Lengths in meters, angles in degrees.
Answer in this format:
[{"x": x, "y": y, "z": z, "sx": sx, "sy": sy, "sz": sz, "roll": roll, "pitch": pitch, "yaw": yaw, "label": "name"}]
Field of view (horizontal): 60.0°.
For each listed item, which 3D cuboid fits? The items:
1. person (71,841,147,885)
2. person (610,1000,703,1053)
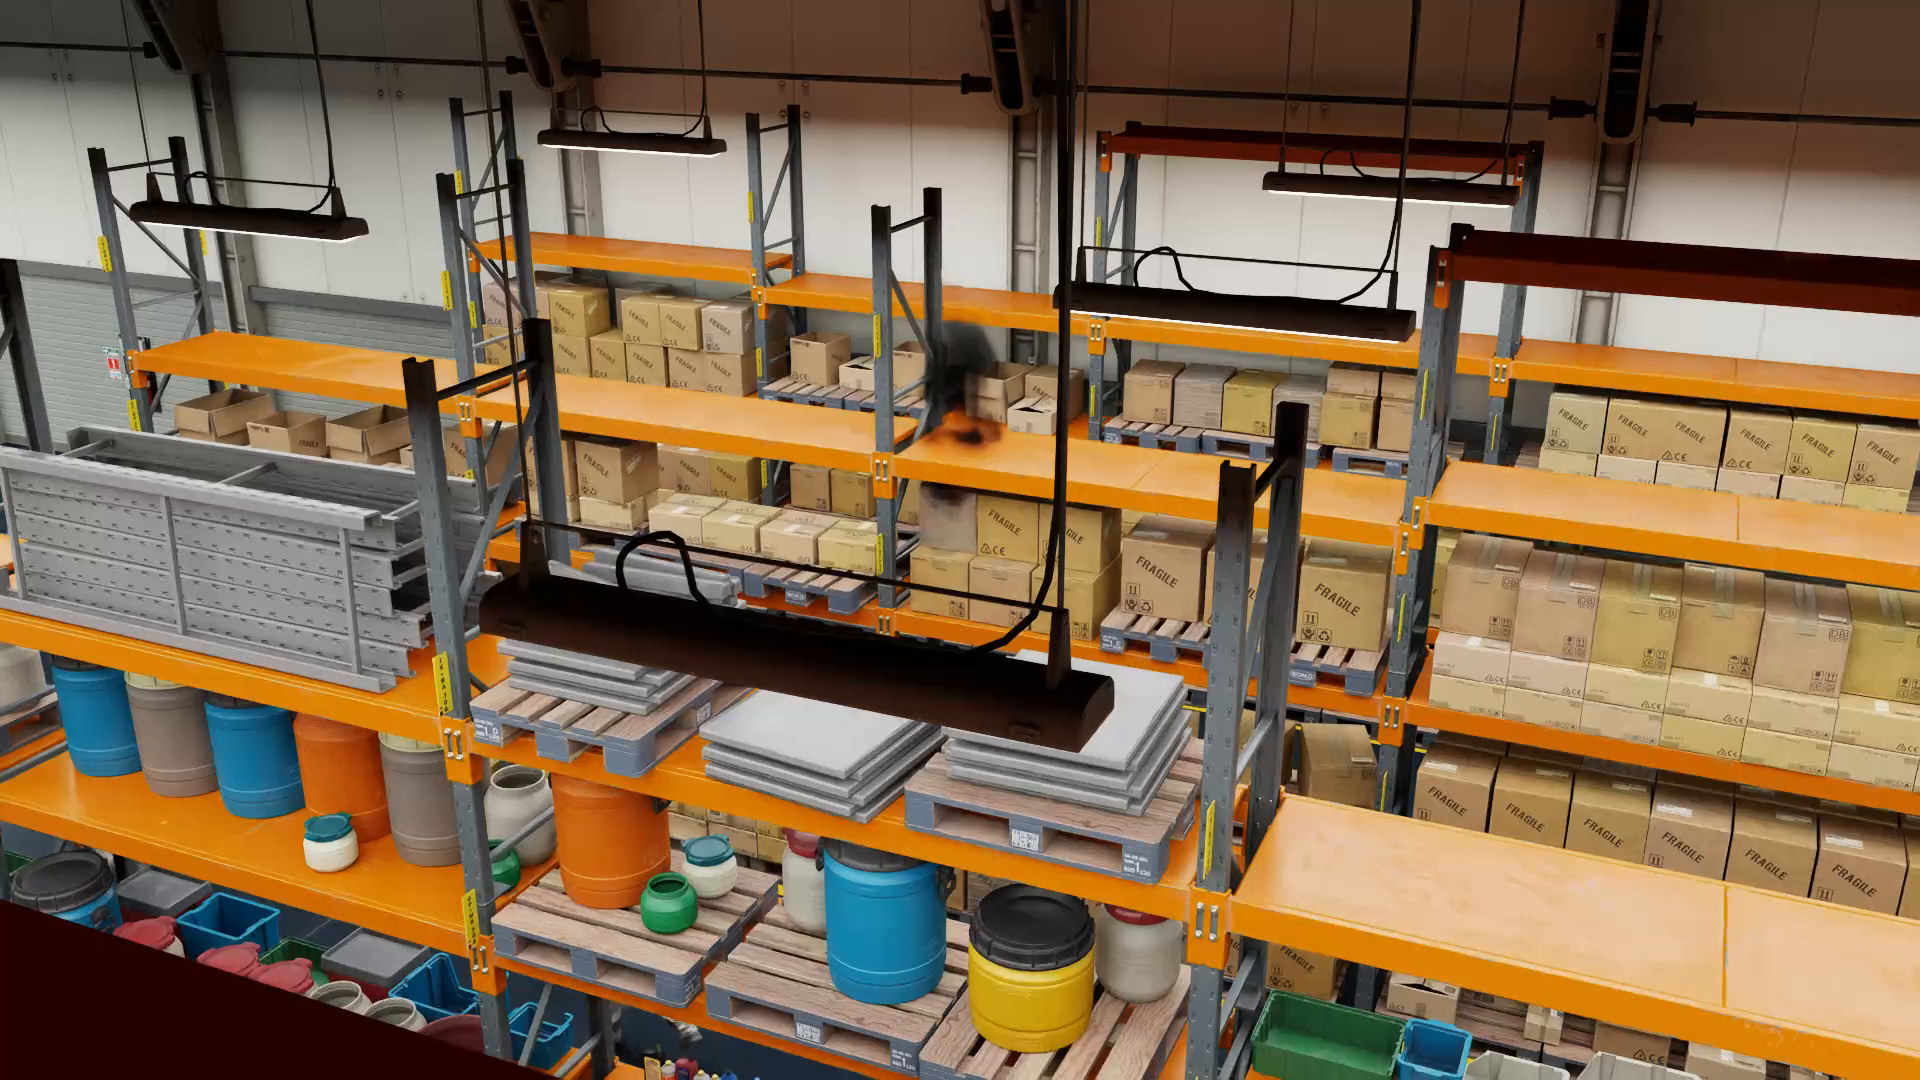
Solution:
[{"x": -6.965, "y": 2.563, "z": 13.598, "sx": 0.866, "sy": 1.587, "sz": 0.736, "roll": 10, "pitch": 23, "yaw": 24, "label": "person"}, {"x": -2.366, "y": 3.074, "z": 12.124, "sx": 1.047, "sy": 1.730, "sz": 0.687, "roll": 8, "pitch": 22, "yaw": 21, "label": "person"}]
